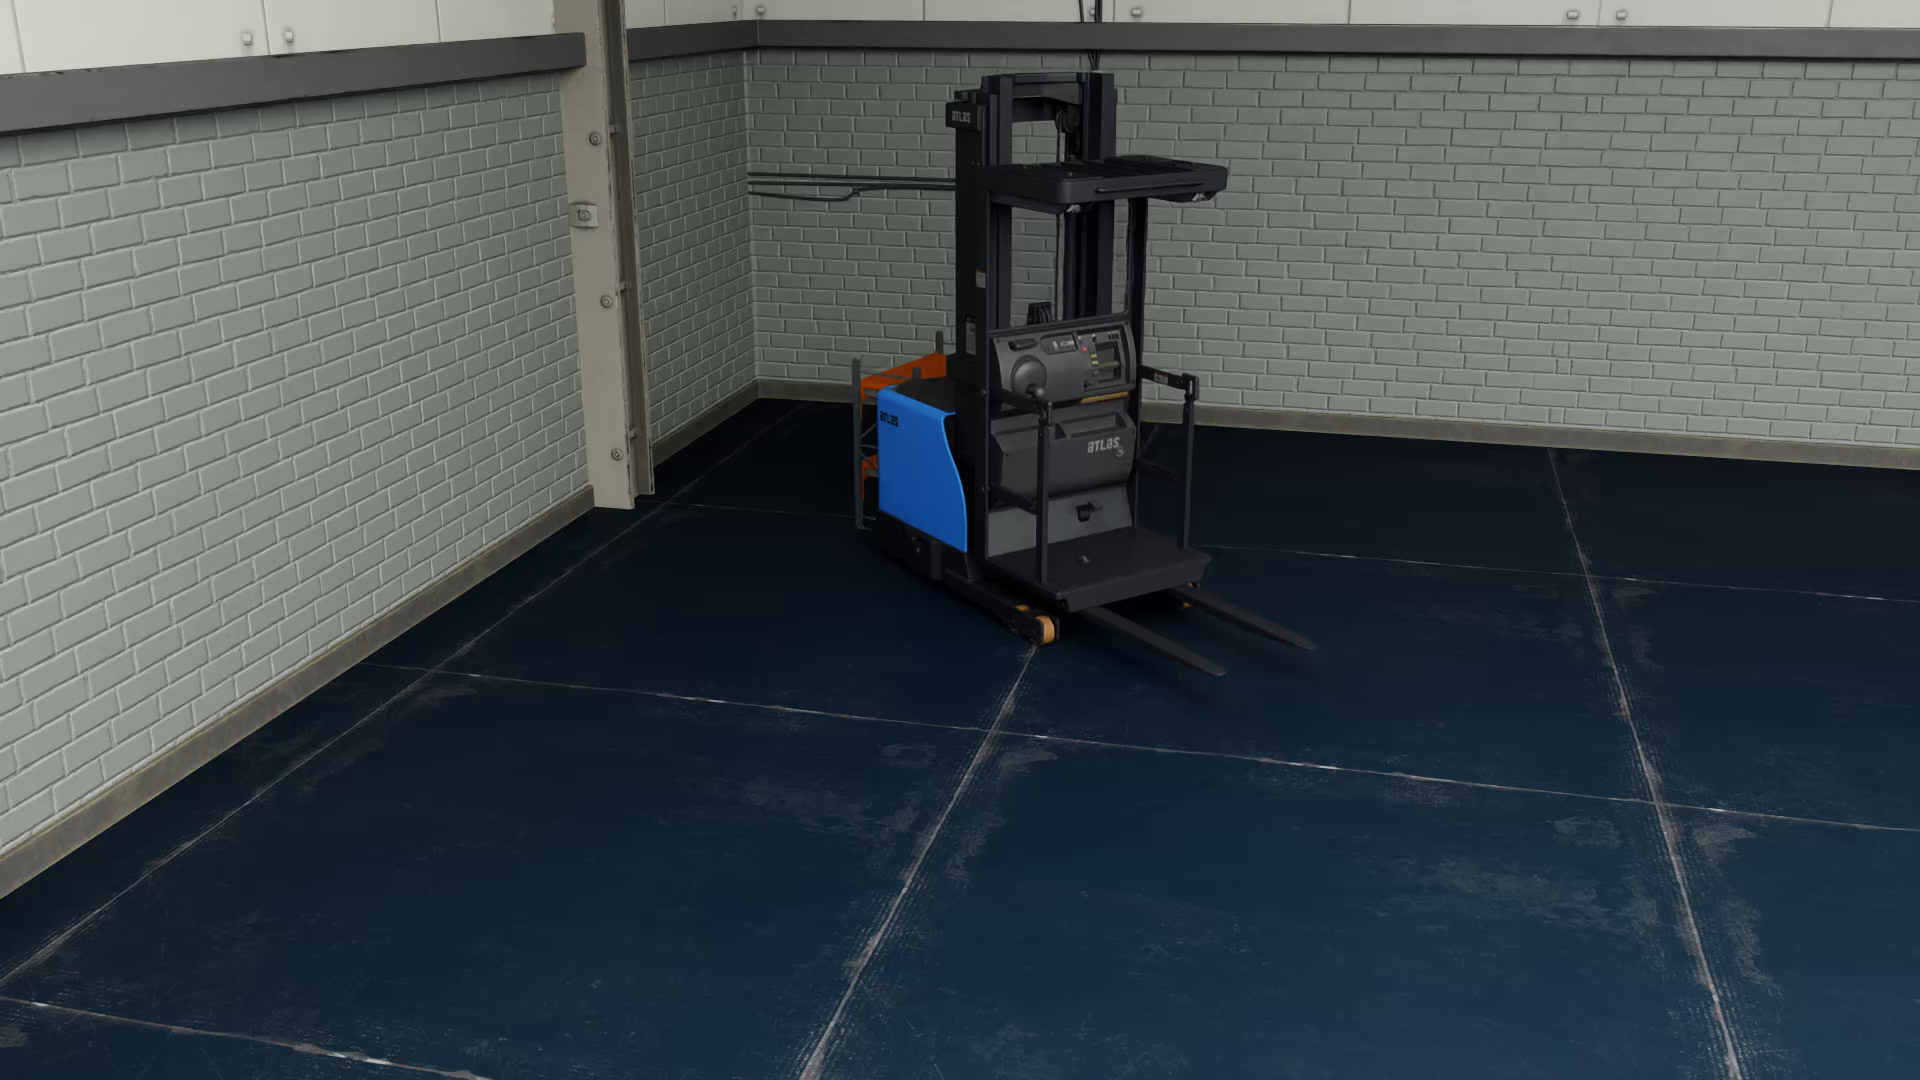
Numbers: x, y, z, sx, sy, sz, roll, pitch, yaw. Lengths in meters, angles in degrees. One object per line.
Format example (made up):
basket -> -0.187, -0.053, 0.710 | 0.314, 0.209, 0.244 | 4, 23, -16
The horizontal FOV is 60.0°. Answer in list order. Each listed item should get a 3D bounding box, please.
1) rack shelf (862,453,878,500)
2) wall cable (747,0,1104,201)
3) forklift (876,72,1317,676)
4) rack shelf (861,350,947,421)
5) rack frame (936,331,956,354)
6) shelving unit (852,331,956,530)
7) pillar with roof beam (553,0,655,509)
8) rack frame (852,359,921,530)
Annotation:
rack shelf -> -0.204, -0.488, 11.133 | 0.538, 0.278, 1.000 | 11, 22, 29
wall cable -> -0.332, -3.891, 12.960 | 3.097, 2.526, 0.112 | 5, 19, 13
forklift -> 0.705, -0.987, 9.043 | 1.130, 2.935, 3.031 | -12, 22, -31
rack shelf -> -0.204, -0.996, 10.959 | 0.538, 0.278, 1.000 | 11, 22, 29
rack frame -> 0.056, -0.861, 11.467 | 0.500, 1.125, 0.032 | 11, 22, 29
shelving unit -> -0.204, -0.719, 11.054 | 0.538, 1.125, 1.048 | 11, 22, 29
pillar with roof beam -> 1.841, -4.201, 9.065 | 9.100, 9.000, 0.400 | 5, 19, 13
rack frame -> -0.465, -0.578, 10.640 | 0.500, 1.125, 0.032 | 11, 22, 29
